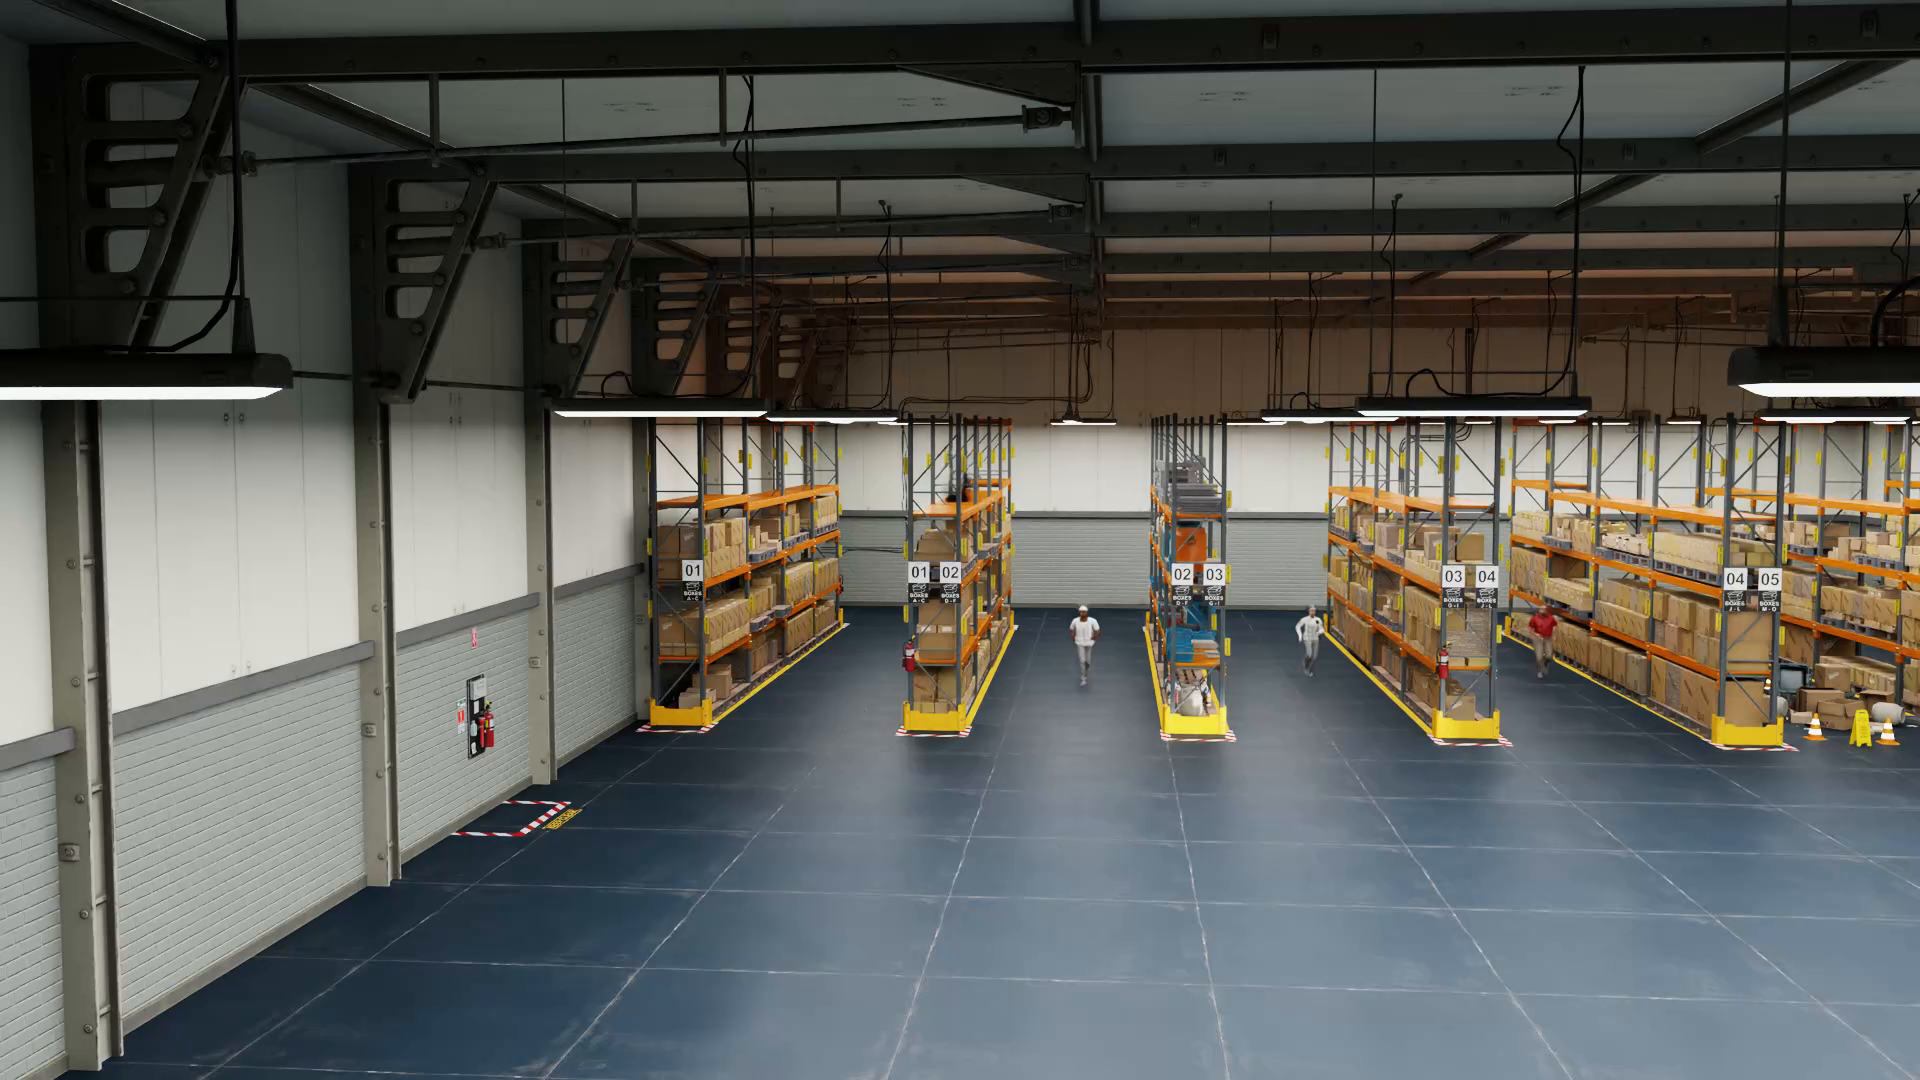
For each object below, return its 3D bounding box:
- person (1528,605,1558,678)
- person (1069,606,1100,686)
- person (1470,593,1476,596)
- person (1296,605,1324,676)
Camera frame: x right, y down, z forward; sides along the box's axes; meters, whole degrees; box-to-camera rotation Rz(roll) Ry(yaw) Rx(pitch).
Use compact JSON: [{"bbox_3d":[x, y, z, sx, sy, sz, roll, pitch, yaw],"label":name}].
[{"bbox_3d":[13.337,2.320,37.991,0.692,1.678,0.604,1,4,8],"label":"person"},{"bbox_3d":[2.796,2.349,37.239,0.690,1.763,0.823,0,4,3],"label":"person"},{"bbox_3d":[14.060,1.758,46.486,0.831,1.677,0.737,2,4,25],"label":"person"},{"bbox_3d":[8.059,2.312,38.127,0.593,1.660,0.616,0,4,-3],"label":"person"}]
